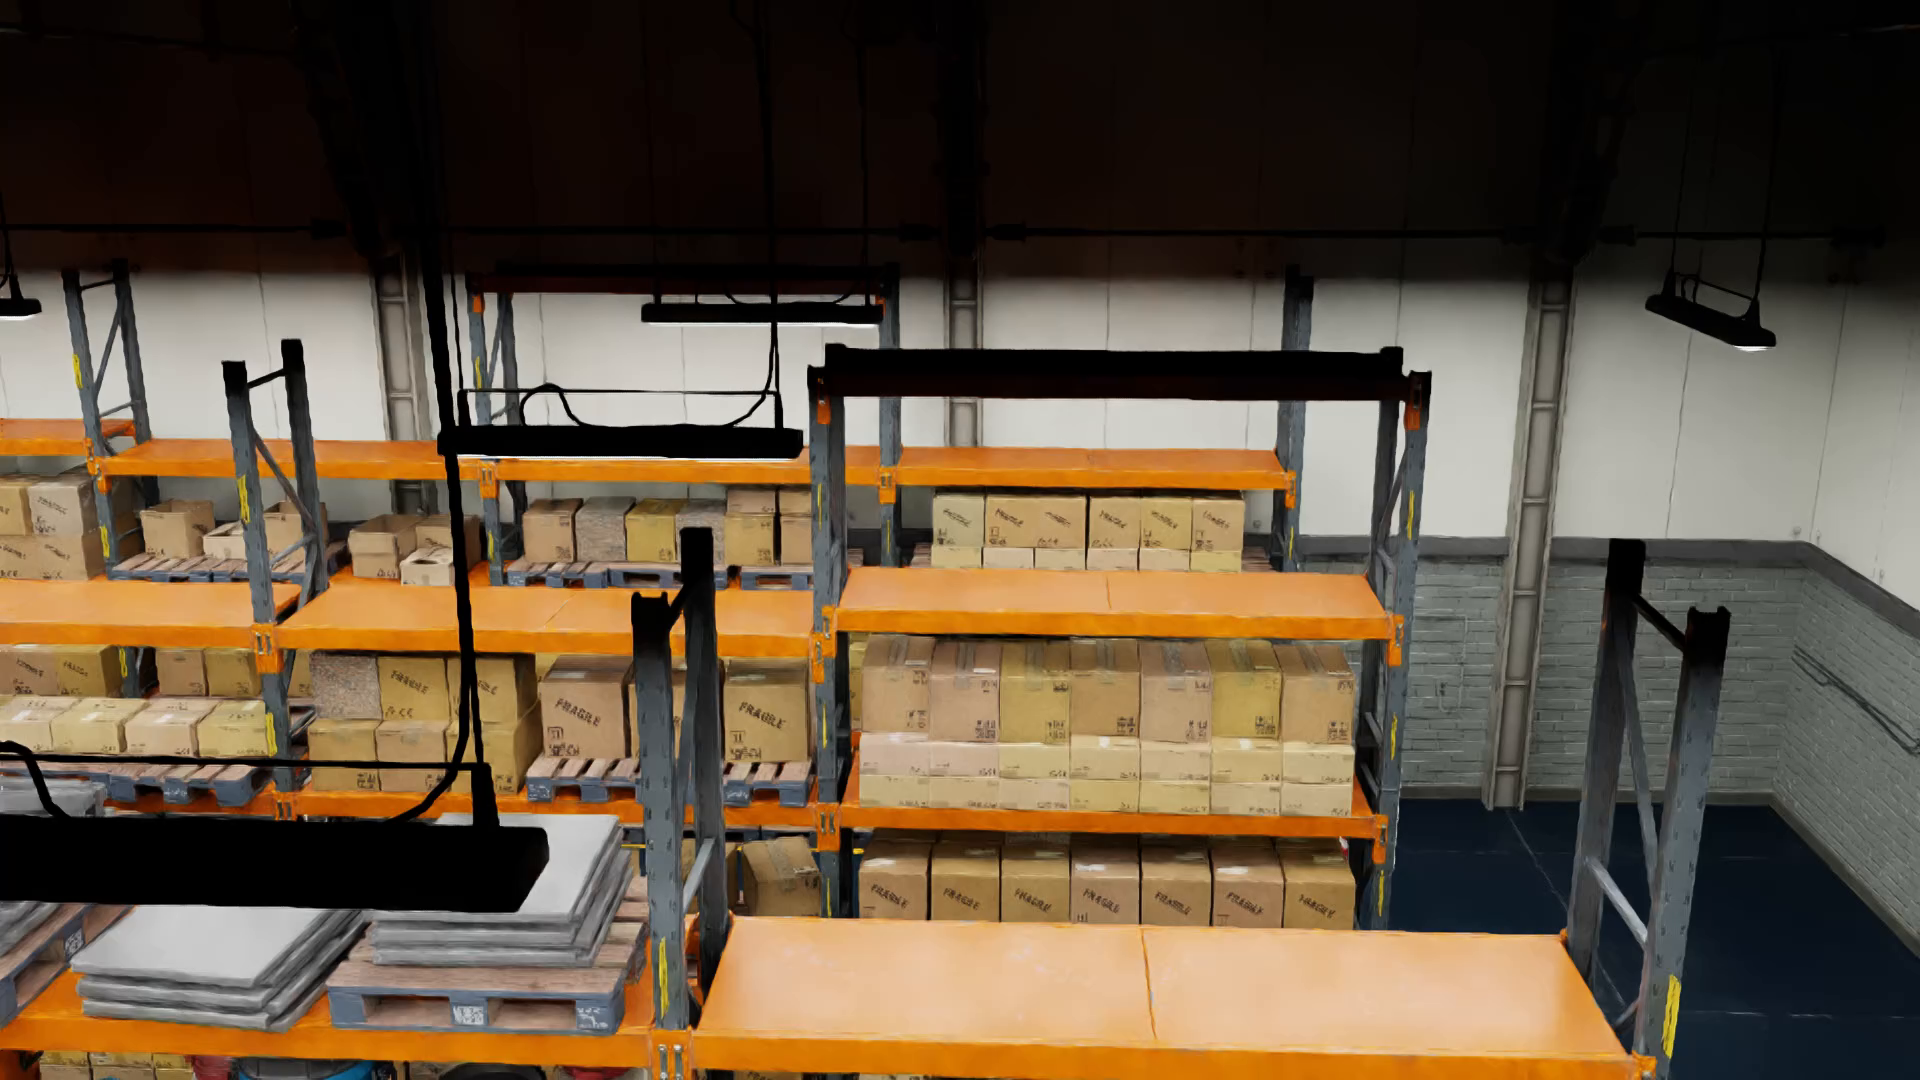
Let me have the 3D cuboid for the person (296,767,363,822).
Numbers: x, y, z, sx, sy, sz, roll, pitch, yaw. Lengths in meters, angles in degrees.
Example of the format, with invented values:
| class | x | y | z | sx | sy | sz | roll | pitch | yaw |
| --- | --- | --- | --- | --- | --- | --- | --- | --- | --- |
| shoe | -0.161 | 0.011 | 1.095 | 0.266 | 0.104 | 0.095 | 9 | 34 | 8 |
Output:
| class | x | y | z | sx | sy | sz | roll | pitch | yaw |
| --- | --- | --- | --- | --- | --- | --- | --- | --- | --- |
| person | -6.185 | 2.618 | 16.319 | 0.629 | 1.784 | 0.480 | -6 | 17 | -21 |
